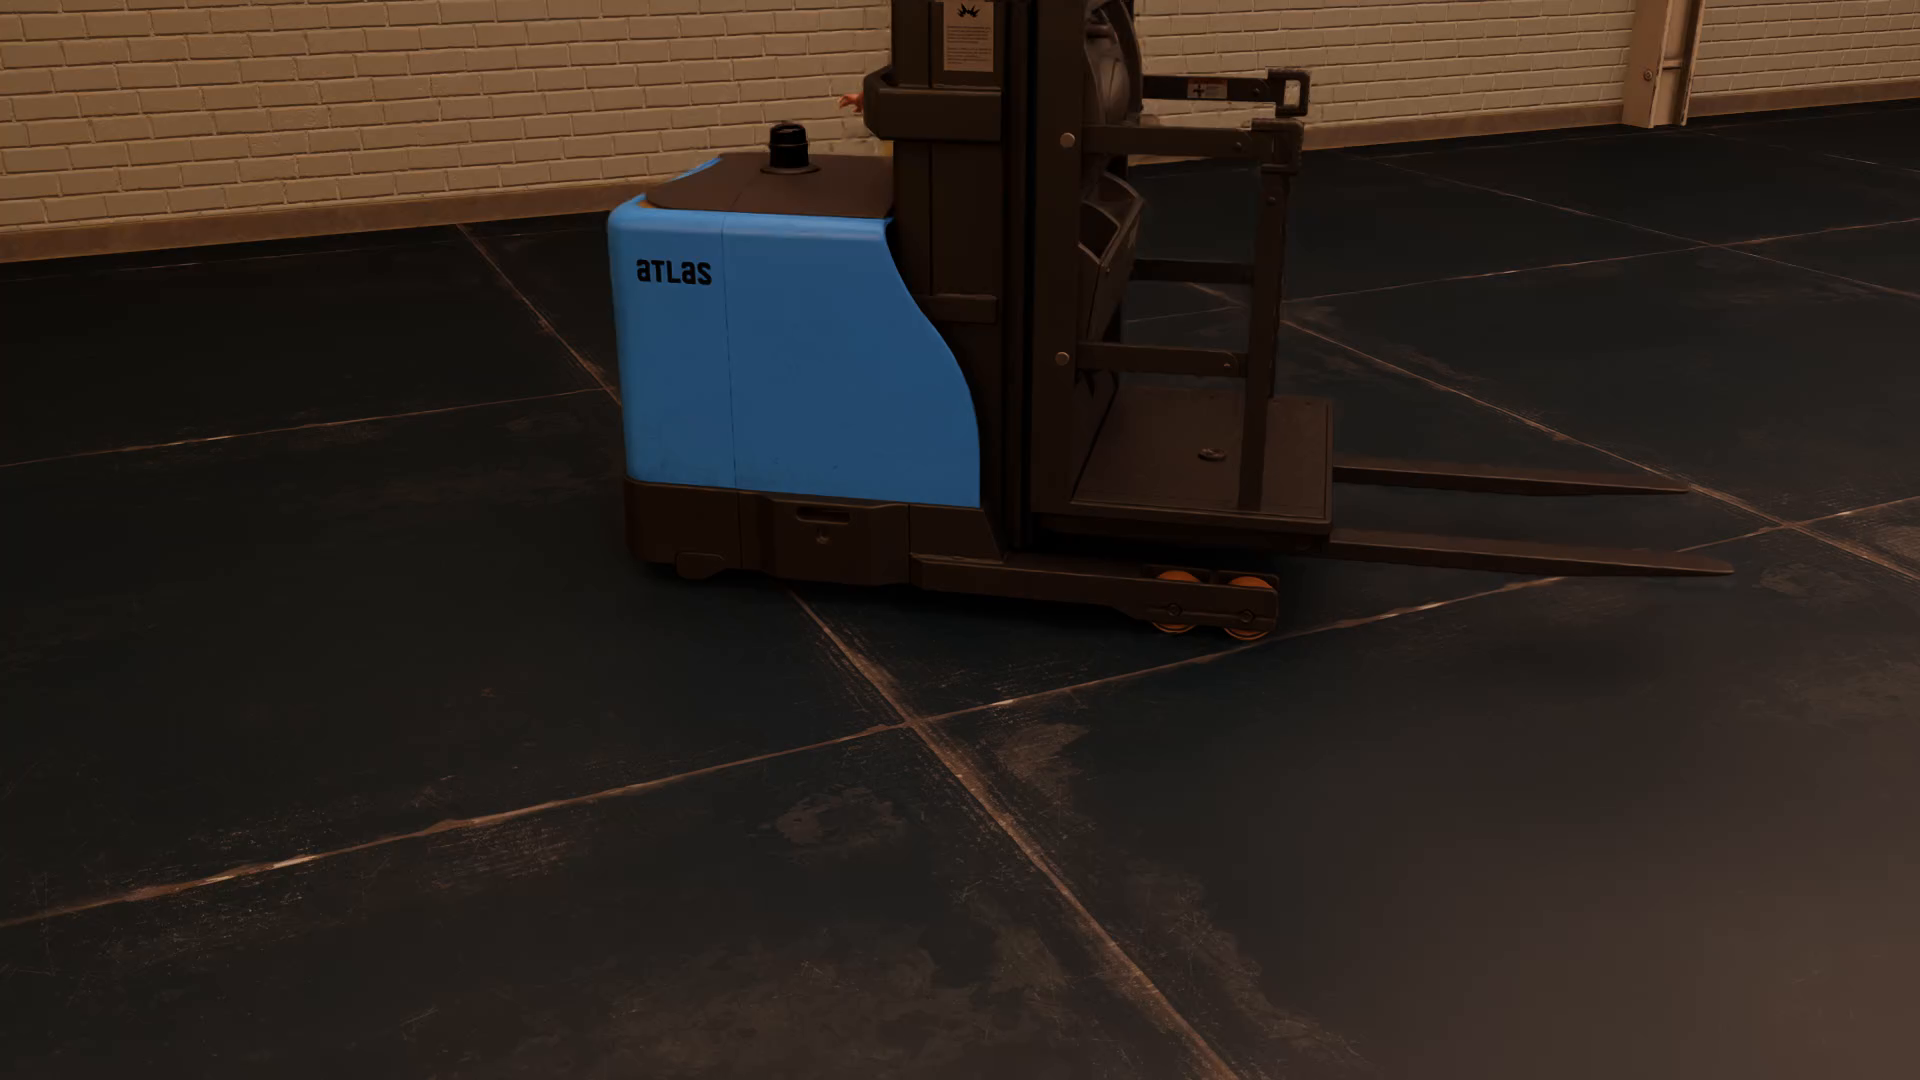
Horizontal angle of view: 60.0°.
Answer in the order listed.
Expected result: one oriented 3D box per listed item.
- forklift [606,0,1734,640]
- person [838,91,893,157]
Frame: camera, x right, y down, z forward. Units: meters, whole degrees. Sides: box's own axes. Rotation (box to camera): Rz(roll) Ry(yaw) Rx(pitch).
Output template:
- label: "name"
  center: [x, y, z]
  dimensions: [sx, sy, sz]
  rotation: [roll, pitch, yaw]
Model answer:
- label: "forklift"
  center: [0.601, -1.308, 4.435]
  dimensions: [3.031, 2.935, 1.130]
  rotation: [5, 23, 11]
- label: "person"
  center: [0.008, -1.276, 6.470]
  dimensions: [0.877, 1.363, 1.112]
  rotation: [-3, 23, -7]
